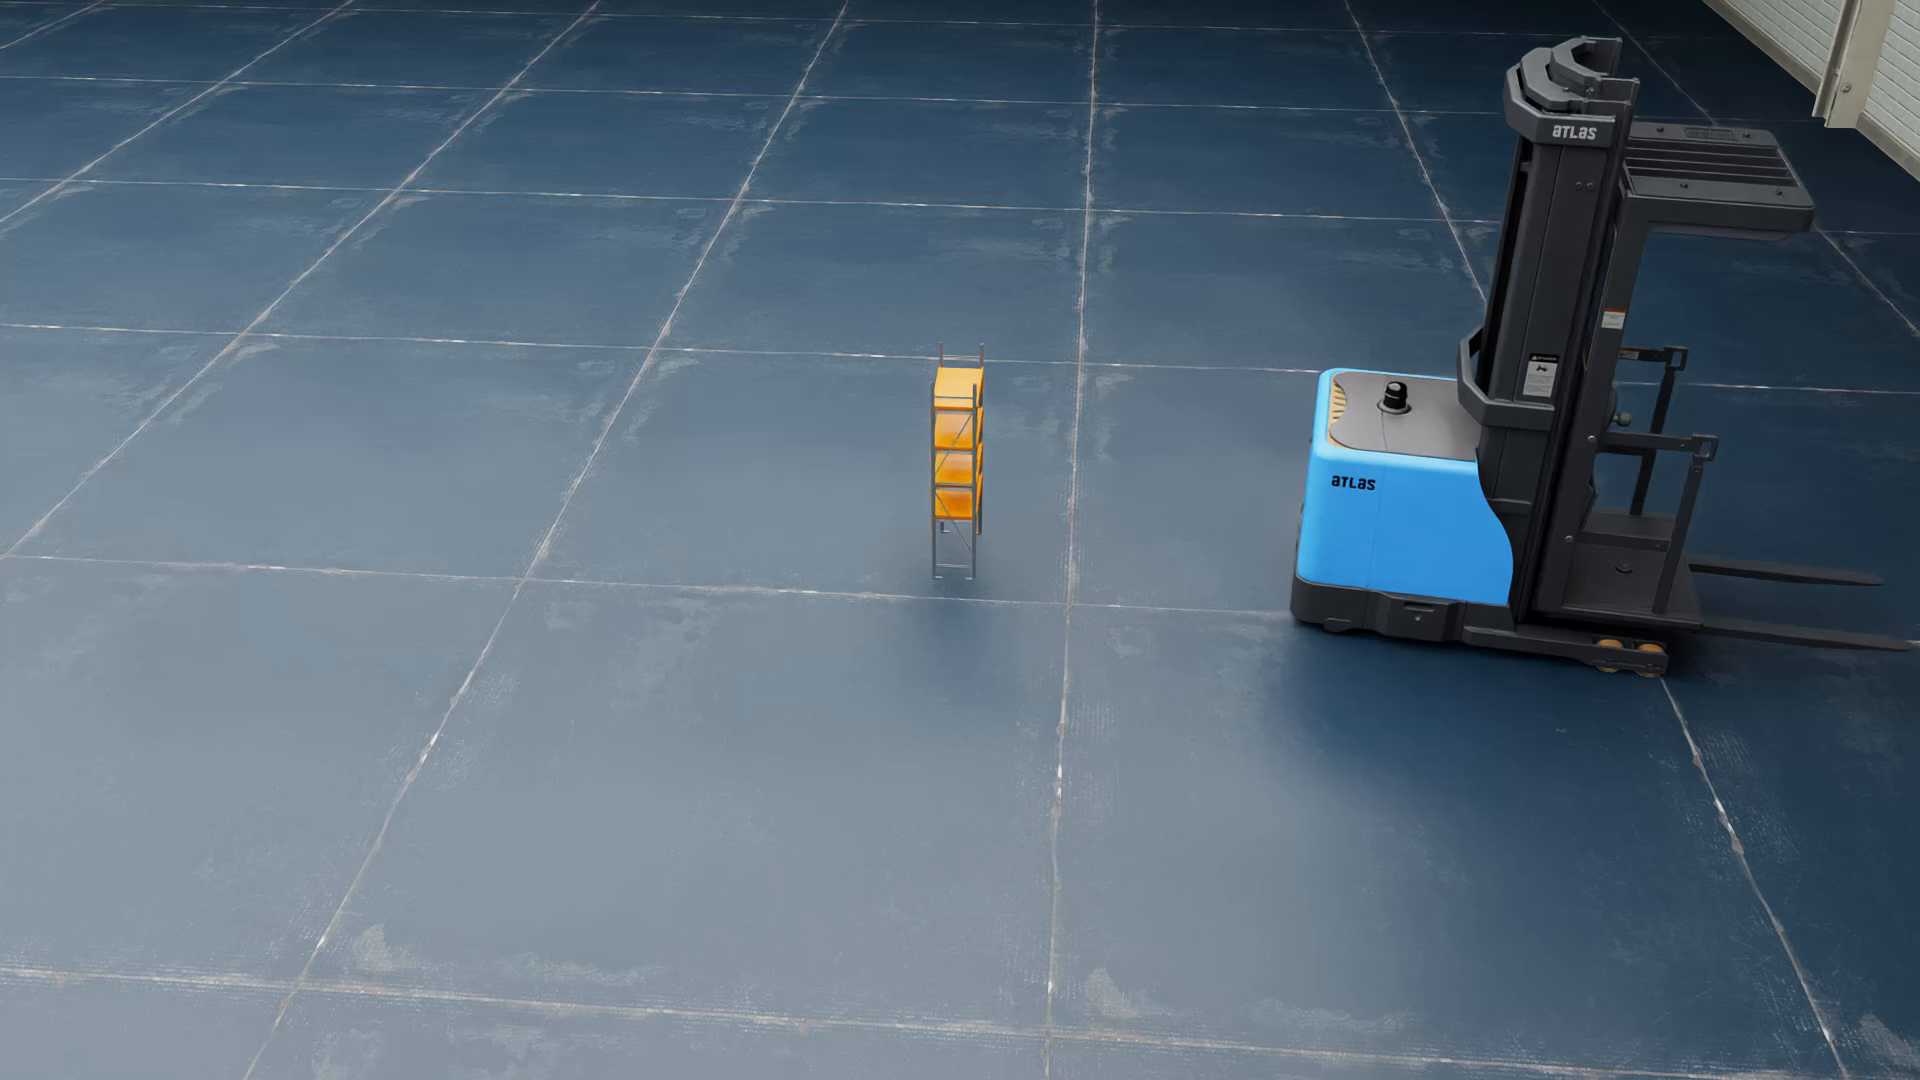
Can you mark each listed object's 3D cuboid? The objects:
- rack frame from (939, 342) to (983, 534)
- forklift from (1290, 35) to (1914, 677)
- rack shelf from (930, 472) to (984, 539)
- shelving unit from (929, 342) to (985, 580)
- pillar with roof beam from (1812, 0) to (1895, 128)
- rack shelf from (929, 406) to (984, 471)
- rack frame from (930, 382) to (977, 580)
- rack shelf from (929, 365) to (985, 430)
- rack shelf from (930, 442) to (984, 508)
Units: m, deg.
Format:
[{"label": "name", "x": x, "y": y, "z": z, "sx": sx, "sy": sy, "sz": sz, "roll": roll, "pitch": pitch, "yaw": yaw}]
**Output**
[{"label": "rack frame", "x": 0.006, "y": -0.552, "z": 9.282, "sx": 0.240, "sy": 1.200, "sz": 0.015, "roll": 2, "pitch": 32, "yaw": 4}, {"label": "forklift", "x": 3.316, "y": -0.861, "z": 8.134, "sx": 3.031, "sy": 2.935, "sz": 1.130, "roll": 7, "pitch": 32, "yaw": 11}, {"label": "rack shelf", "x": -0.013, "y": -0.198, "z": 9.215, "sx": 0.258, "sy": 0.148, "sz": 0.480, "roll": 2, "pitch": 32, "yaw": 4}, {"label": "shelving unit", "x": -0.013, "y": -0.424, "z": 9.075, "sx": 0.258, "sy": 1.200, "sz": 0.503, "roll": 2, "pitch": 32, "yaw": 4}, {"label": "pillar with roof beam", "x": 4.187, "y": -8.069, "z": 14.046, "sx": 9.100, "sy": 9.000, "sz": 0.400, "roll": 2, "pitch": 32, "yaw": 4}, {"label": "rack shelf", "x": -0.013, "y": -0.557, "z": 8.993, "sx": 0.258, "sy": 0.148, "sz": 0.480, "roll": 2, "pitch": 32, "yaw": 4}, {"label": "rack frame", "x": -0.033, "y": -0.297, "z": 8.868, "sx": 0.240, "sy": 1.200, "sz": 0.015, "roll": 2, "pitch": 32, "yaw": 4}, {"label": "rack shelf", "x": -0.013, "y": -0.759, "z": 8.869, "sx": 0.258, "sy": 0.148, "sz": 0.480, "roll": 2, "pitch": 32, "yaw": 4}, {"label": "rack shelf", "x": -0.013, "y": -0.367, "z": 9.110, "sx": 0.258, "sy": 0.148, "sz": 0.480, "roll": 2, "pitch": 32, "yaw": 4}]
